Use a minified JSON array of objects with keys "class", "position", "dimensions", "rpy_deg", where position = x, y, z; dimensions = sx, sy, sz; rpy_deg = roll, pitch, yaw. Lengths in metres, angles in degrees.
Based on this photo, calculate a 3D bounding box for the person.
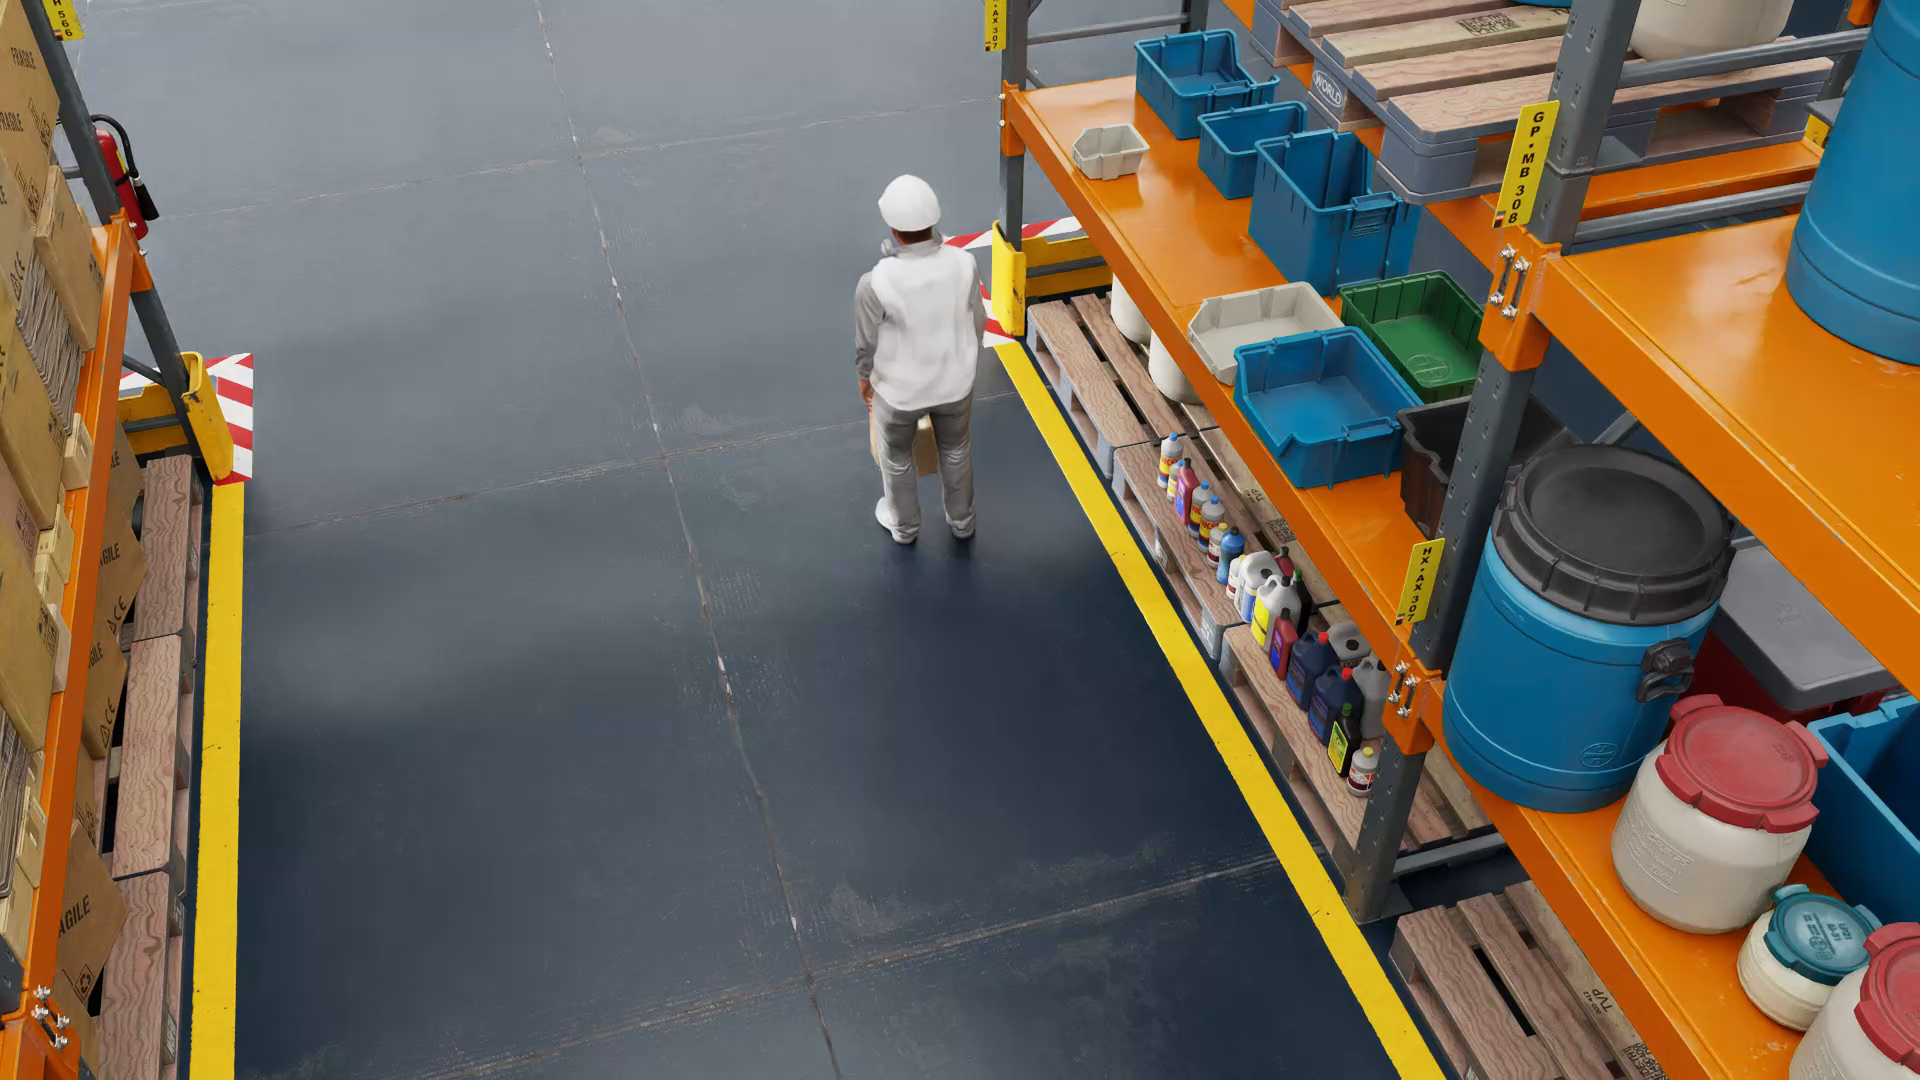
[{"class":"person","position":[-0.167,-0.695,6.911],"dimensions":[0.565,1.774,0.473],"rpy_deg":[-13,44,-14]}]
